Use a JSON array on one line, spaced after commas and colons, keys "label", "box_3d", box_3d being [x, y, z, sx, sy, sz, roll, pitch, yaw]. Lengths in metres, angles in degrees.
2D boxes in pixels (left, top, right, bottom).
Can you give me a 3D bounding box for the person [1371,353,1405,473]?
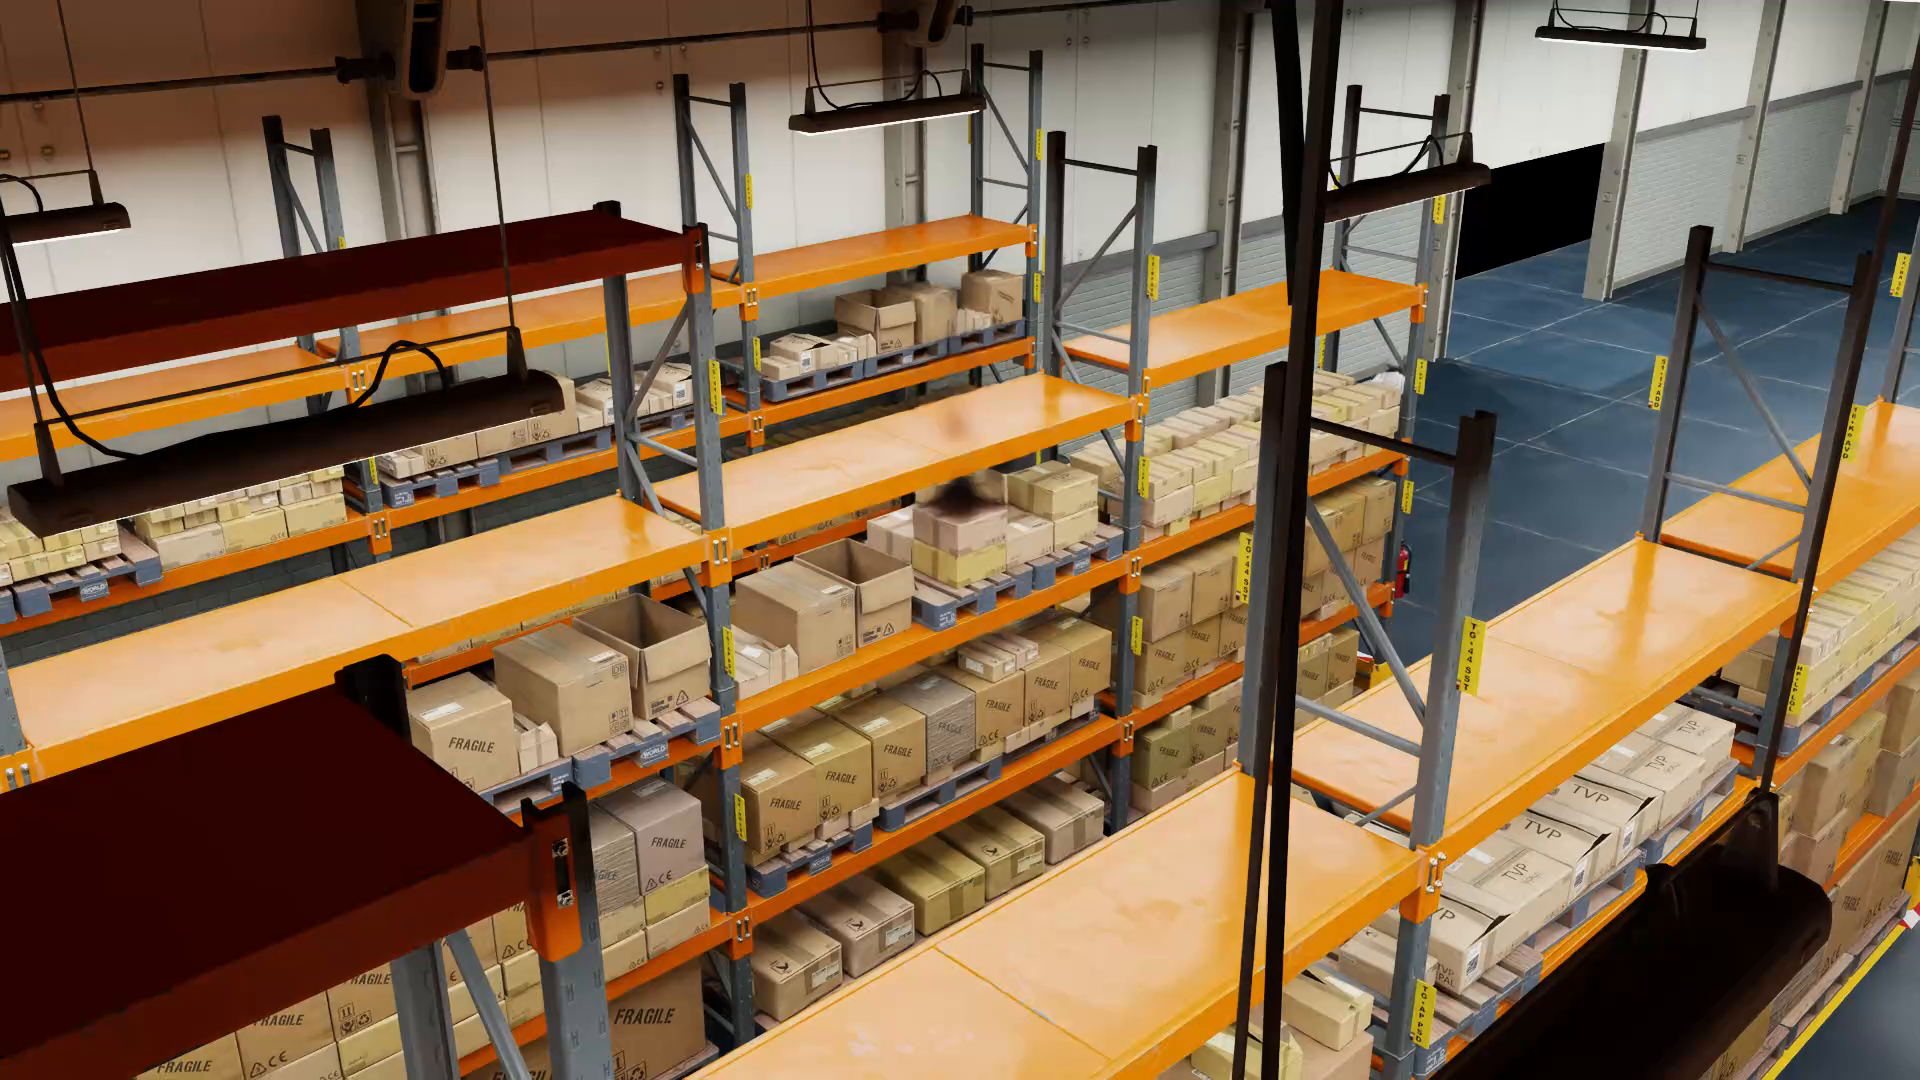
[{"label": "person", "box_3d": [5.847, -1.684, 22.792, 0.593, 1.738, 0.913, 13, 26, 29]}]
